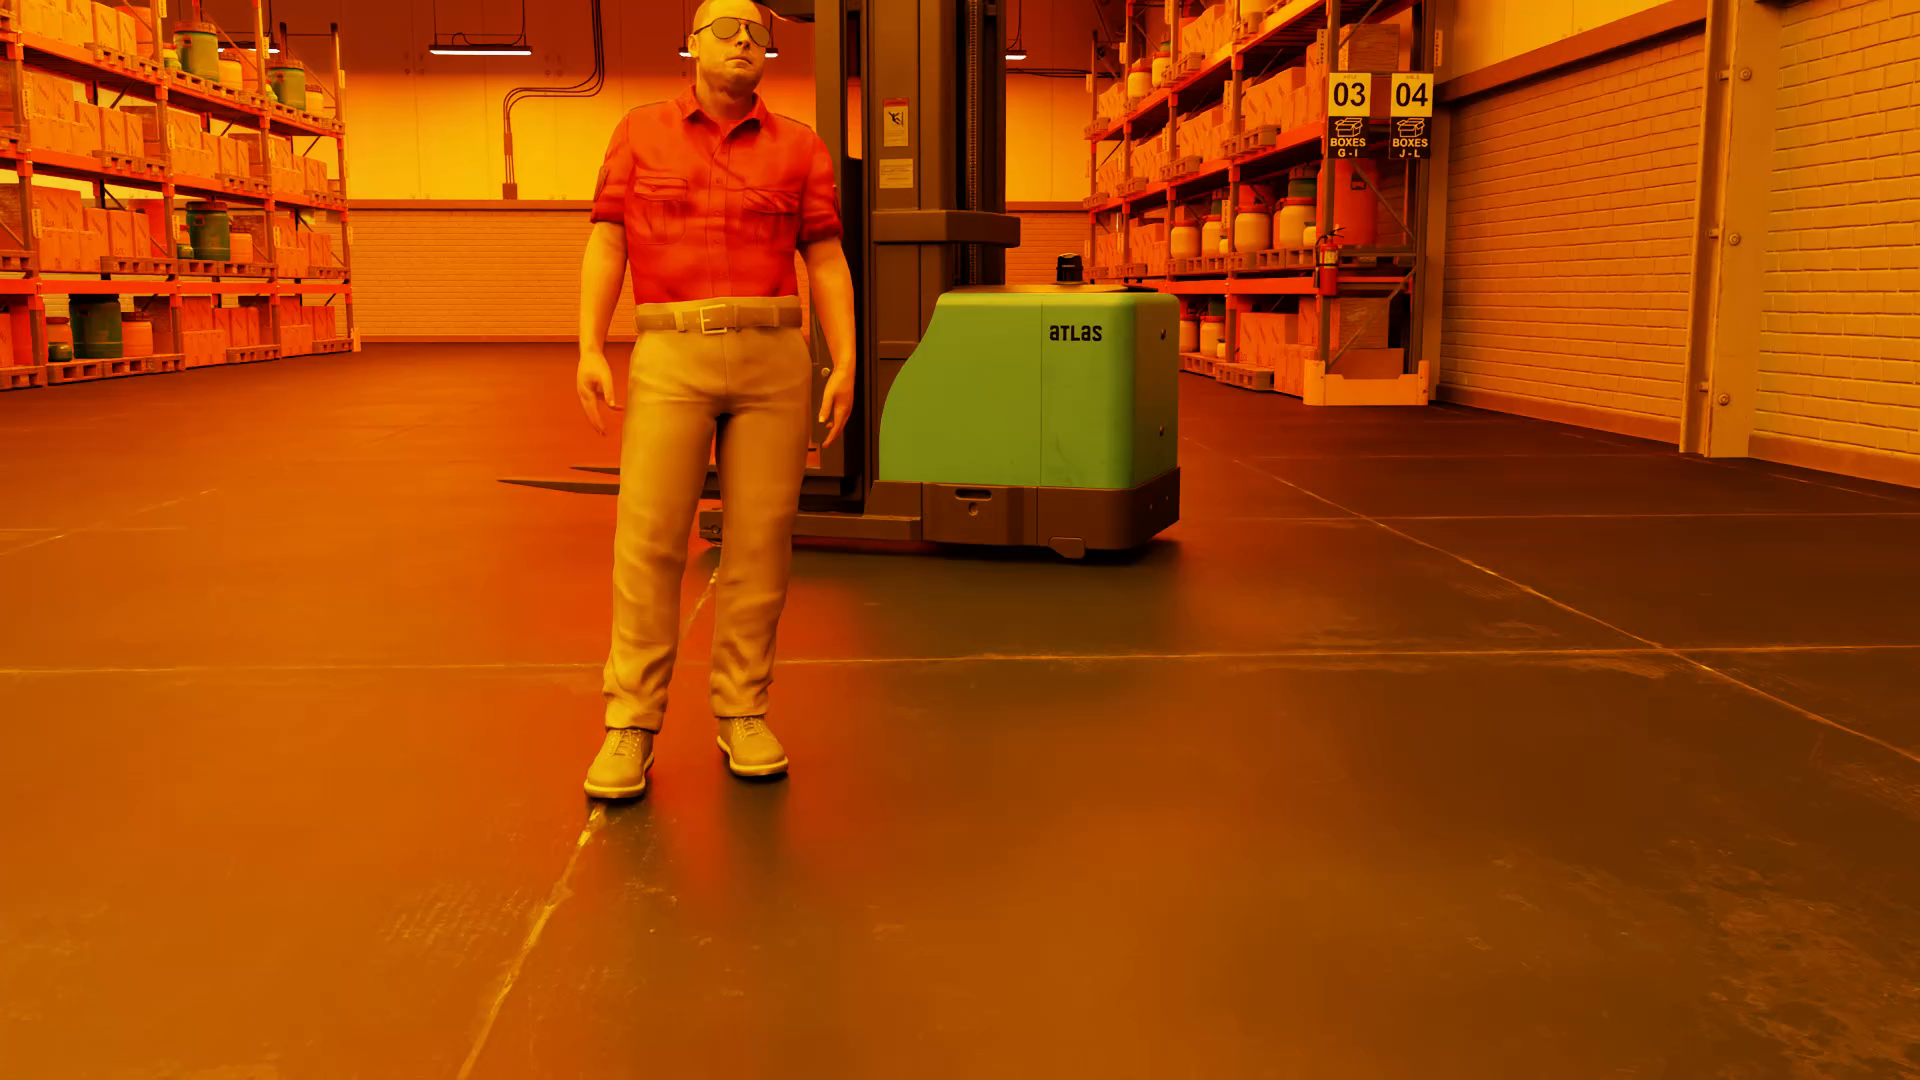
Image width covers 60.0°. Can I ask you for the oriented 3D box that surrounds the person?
[{"bbox_3d":[-0.532,-0.344,3.686,0.642,1.729,0.550,-2,9,-12],"label":"person"}]

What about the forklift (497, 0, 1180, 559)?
[{"bbox_3d":[-0.594,-1.480,7.297,3.031,2.935,1.130,3,9,19],"label":"forklift"}]
